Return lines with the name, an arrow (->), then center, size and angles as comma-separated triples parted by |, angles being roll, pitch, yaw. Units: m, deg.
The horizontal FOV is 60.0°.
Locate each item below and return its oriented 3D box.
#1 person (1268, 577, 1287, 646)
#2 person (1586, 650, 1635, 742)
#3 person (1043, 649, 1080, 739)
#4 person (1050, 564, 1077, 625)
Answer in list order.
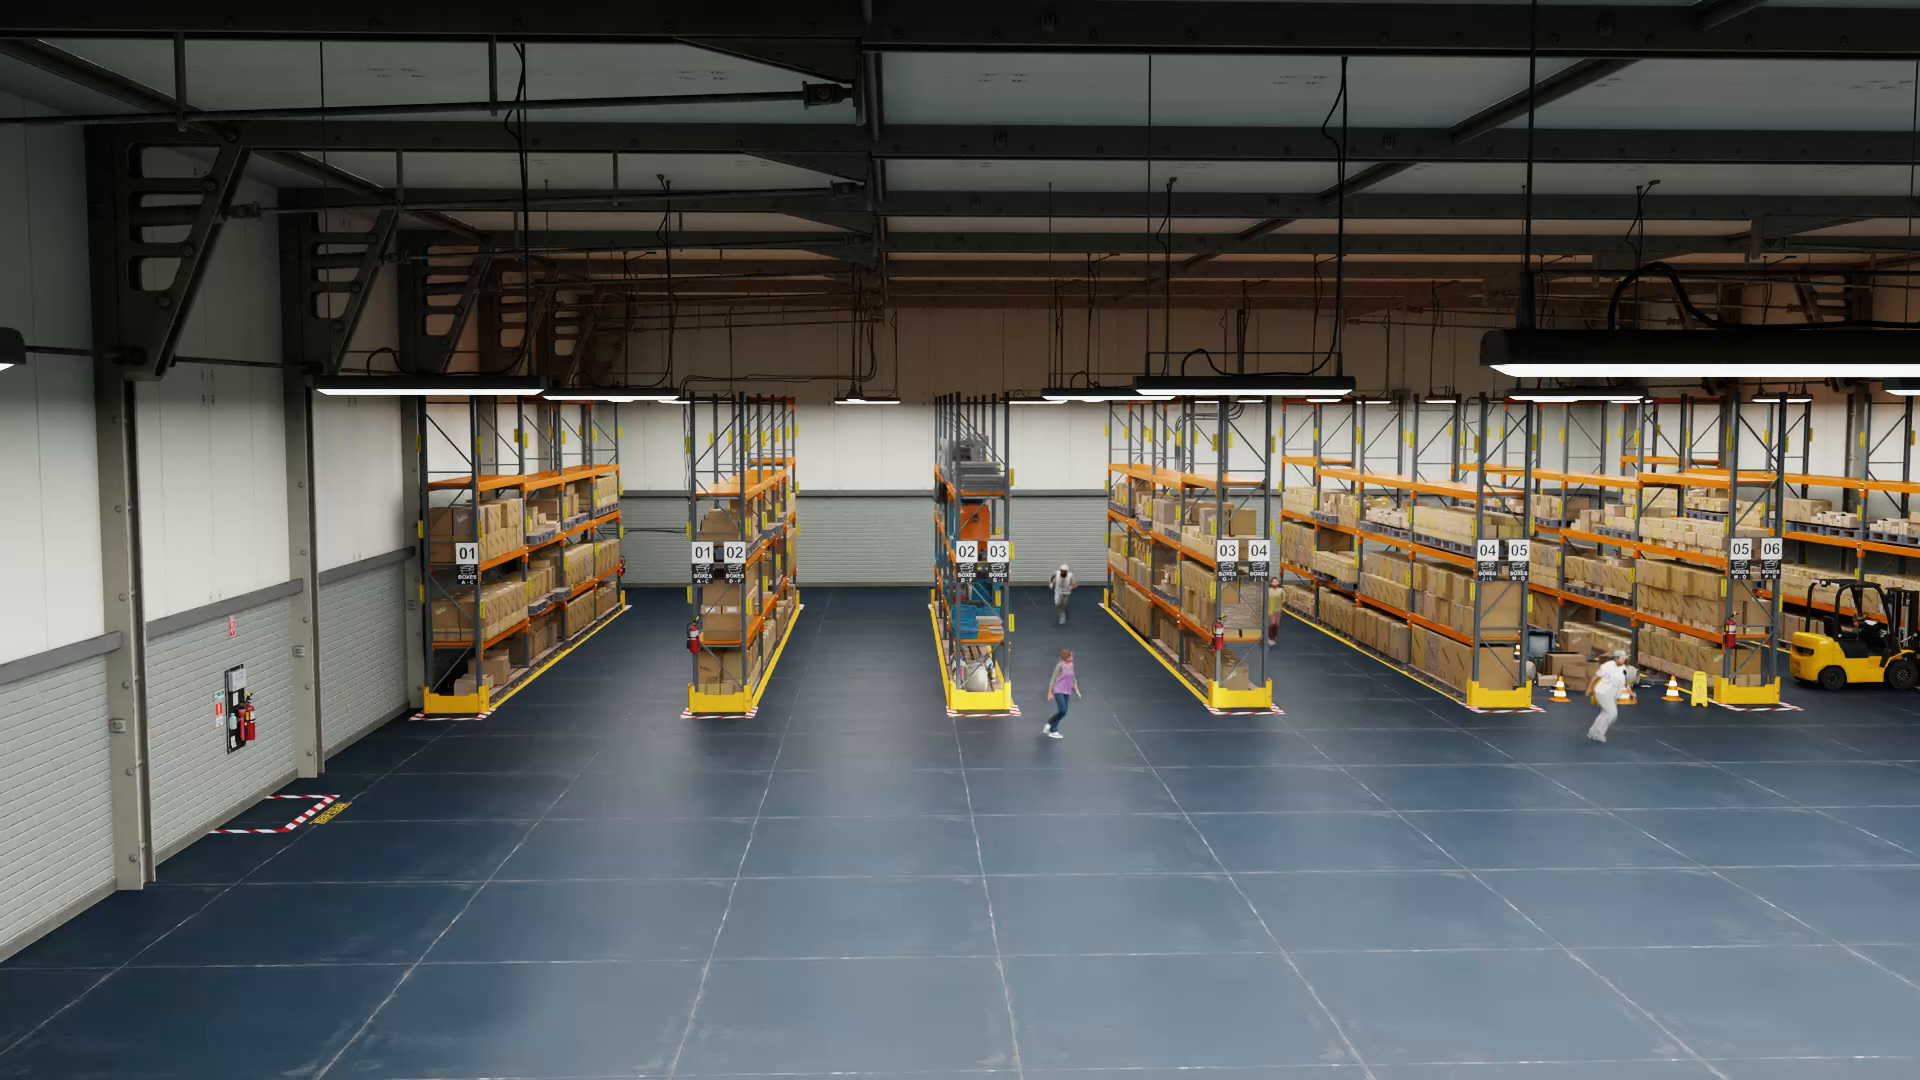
person -> 7.543, 1.709, 39.803 | 0.573, 1.647, 0.637 | 0, 5, -3
person -> 11.084, 2.650, 28.317 | 0.553, 1.602, 0.766 | -3, 5, -31
person -> 1.745, 2.645, 28.681 | 0.501, 1.572, 0.550 | 4, 6, 43
person -> 2.716, 1.392, 43.830 | 0.718, 1.591, 1.120 | 0, 5, 4
